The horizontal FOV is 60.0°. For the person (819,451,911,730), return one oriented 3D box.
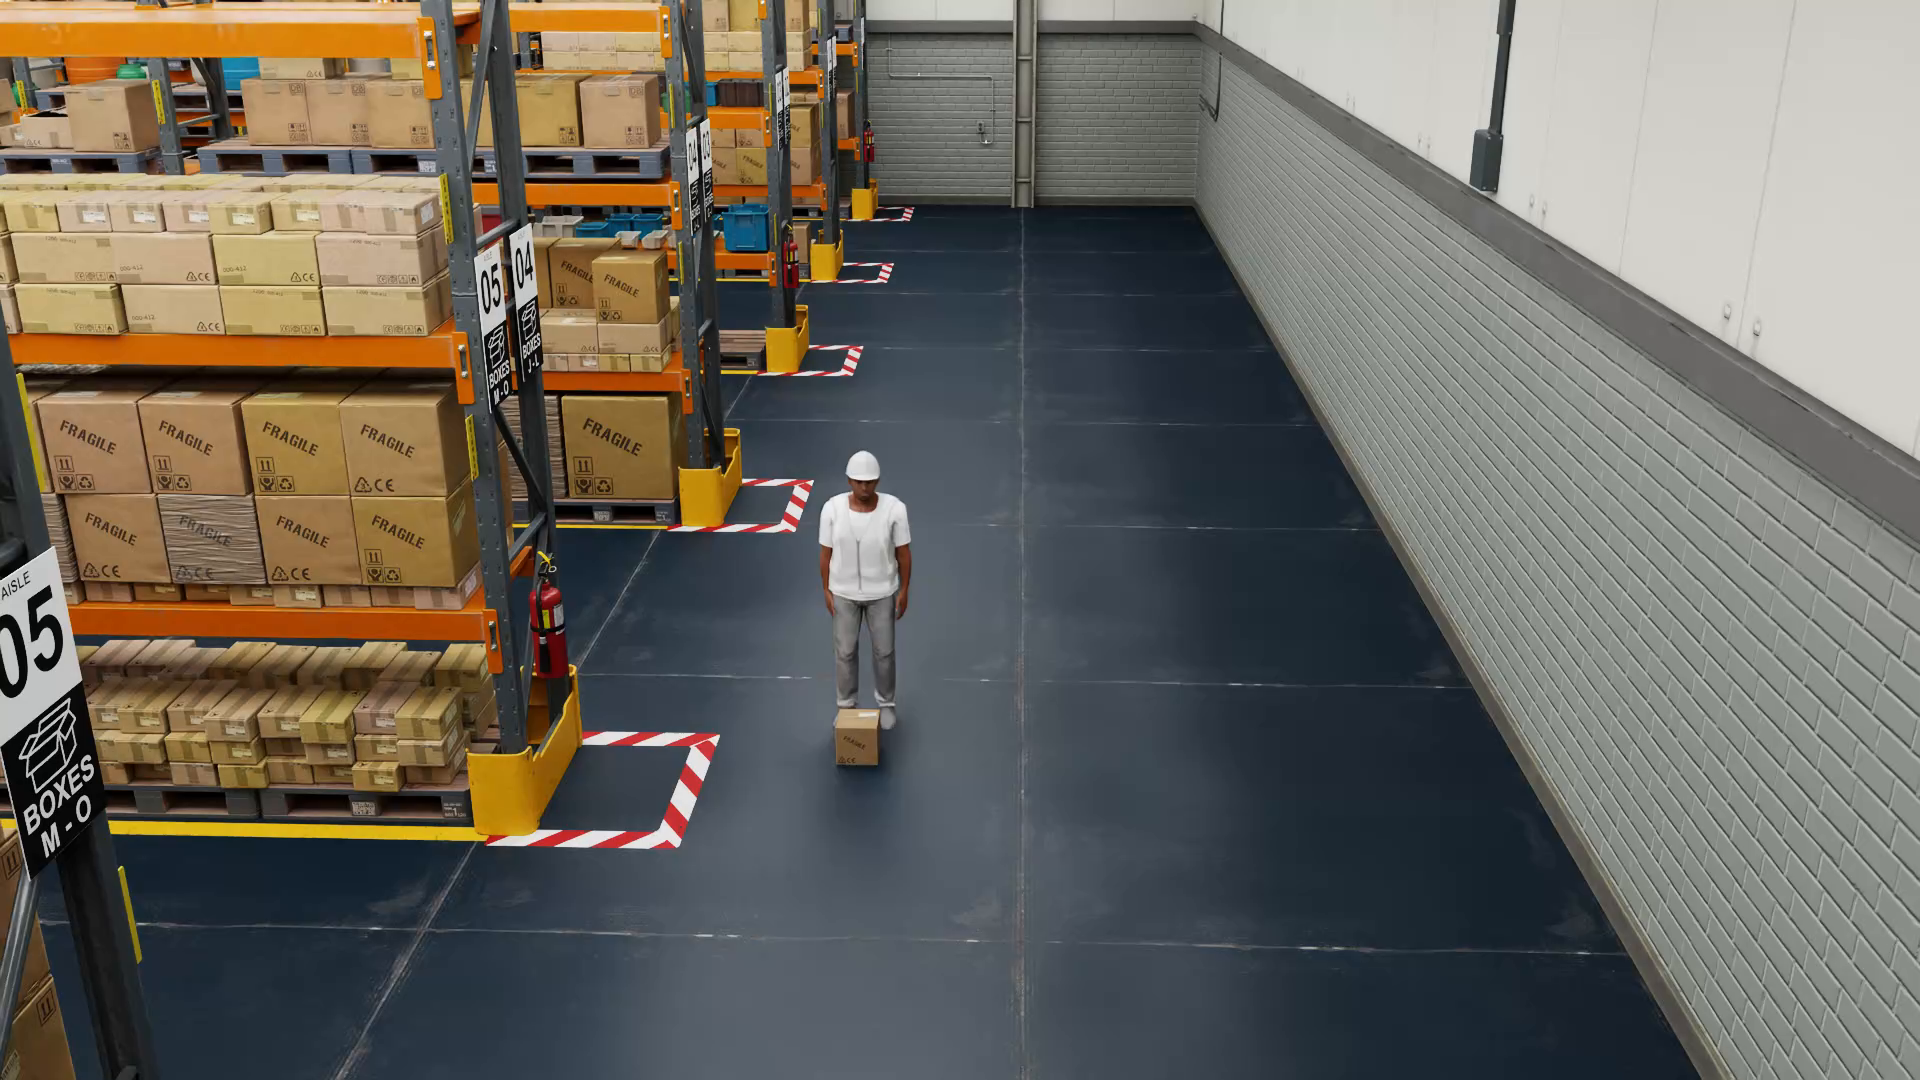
[{"bbox_3d":[-0.581,0.325,10.222,0.564,1.786,0.371,1,21,3],"label":"person"}]
